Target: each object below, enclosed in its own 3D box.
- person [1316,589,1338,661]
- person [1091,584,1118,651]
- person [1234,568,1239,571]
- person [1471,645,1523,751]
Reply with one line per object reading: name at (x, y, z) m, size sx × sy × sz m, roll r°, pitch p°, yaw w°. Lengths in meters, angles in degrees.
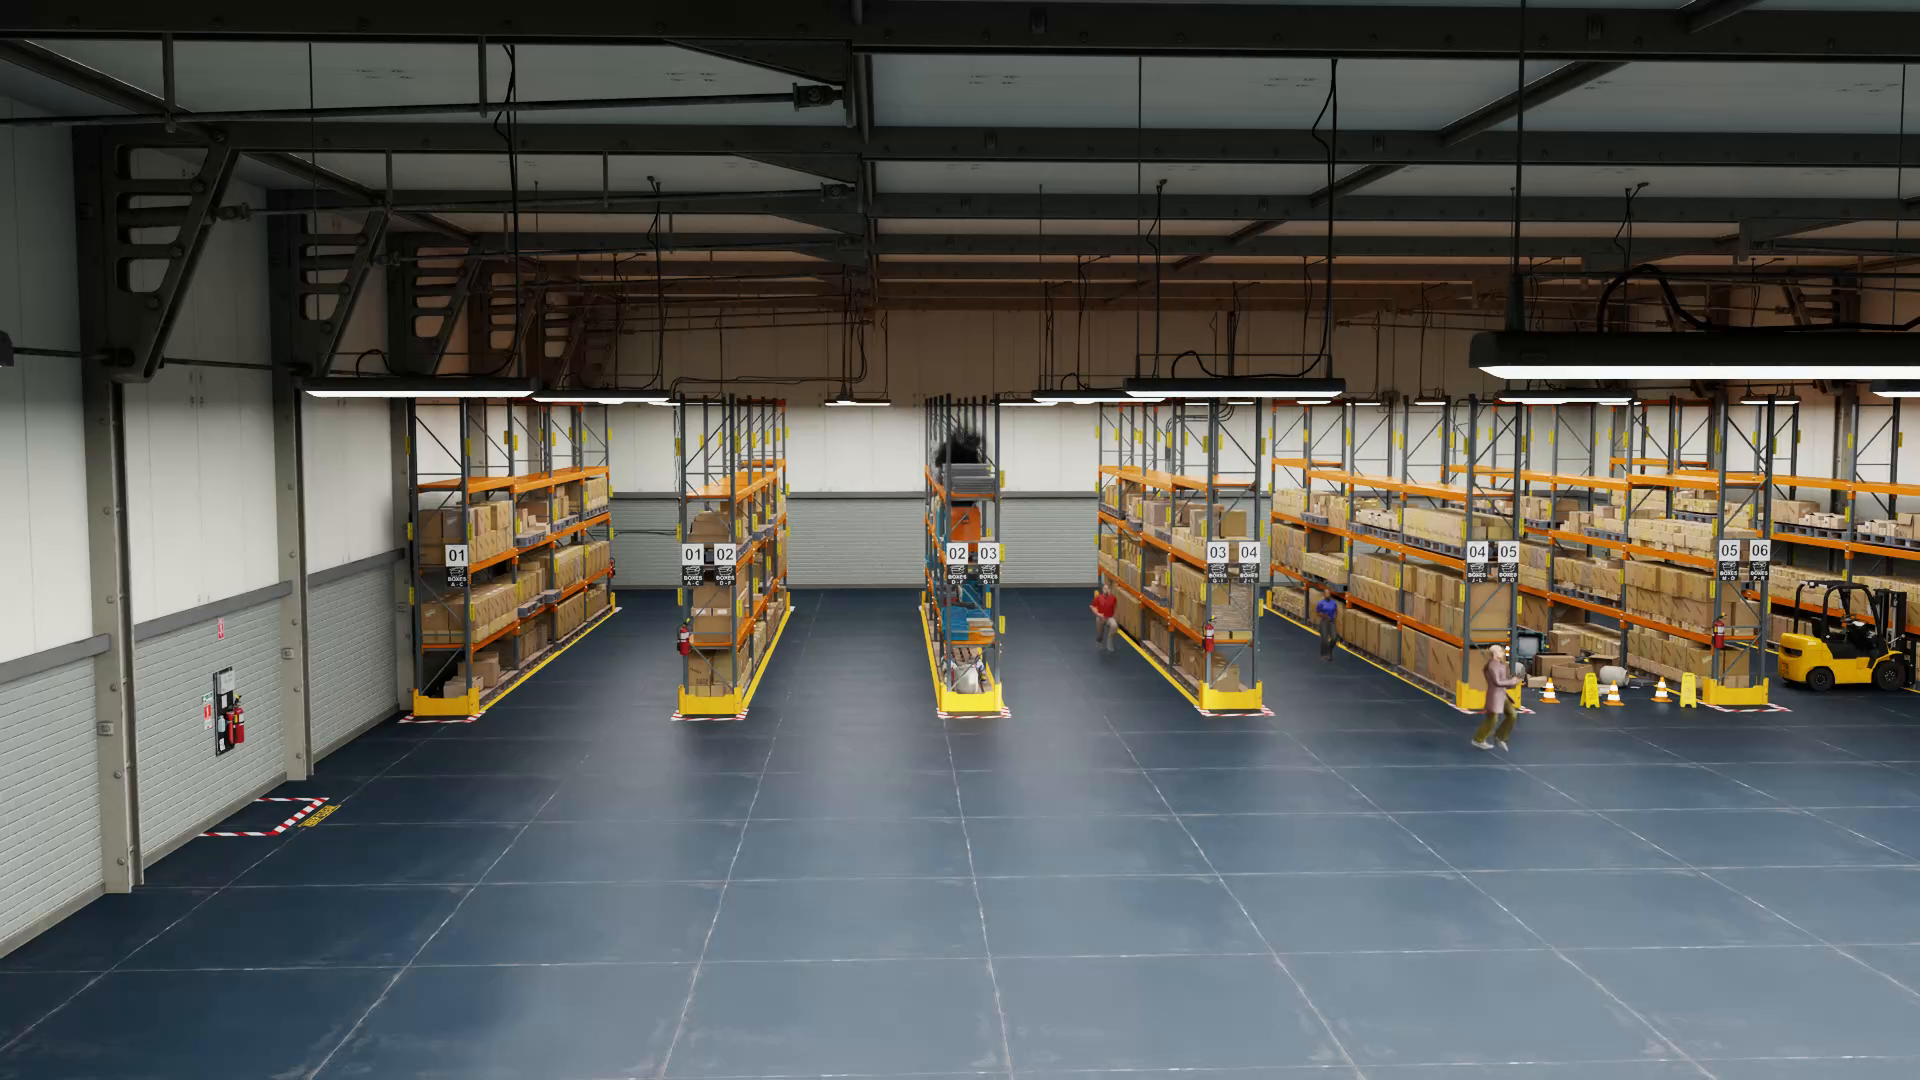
person at (8.343, 1.935, 37.631) m, size 0.560 × 1.641 × 0.605 m, roll 0°, pitch 5°, yaw -5°
person at (3.317, 1.781, 38.153) m, size 0.633 × 1.539 × 1.114 m, roll 0°, pitch 5°, yaw -2°
person at (7.734, 1.285, 45.657) m, size 0.584 × 1.710 × 0.899 m, roll 0°, pitch 5°, yaw 5°
person at (8.962, 2.655, 27.736) m, size 0.798 × 1.826 × 0.689 m, roll 3°, pitch 5°, yaw 31°
